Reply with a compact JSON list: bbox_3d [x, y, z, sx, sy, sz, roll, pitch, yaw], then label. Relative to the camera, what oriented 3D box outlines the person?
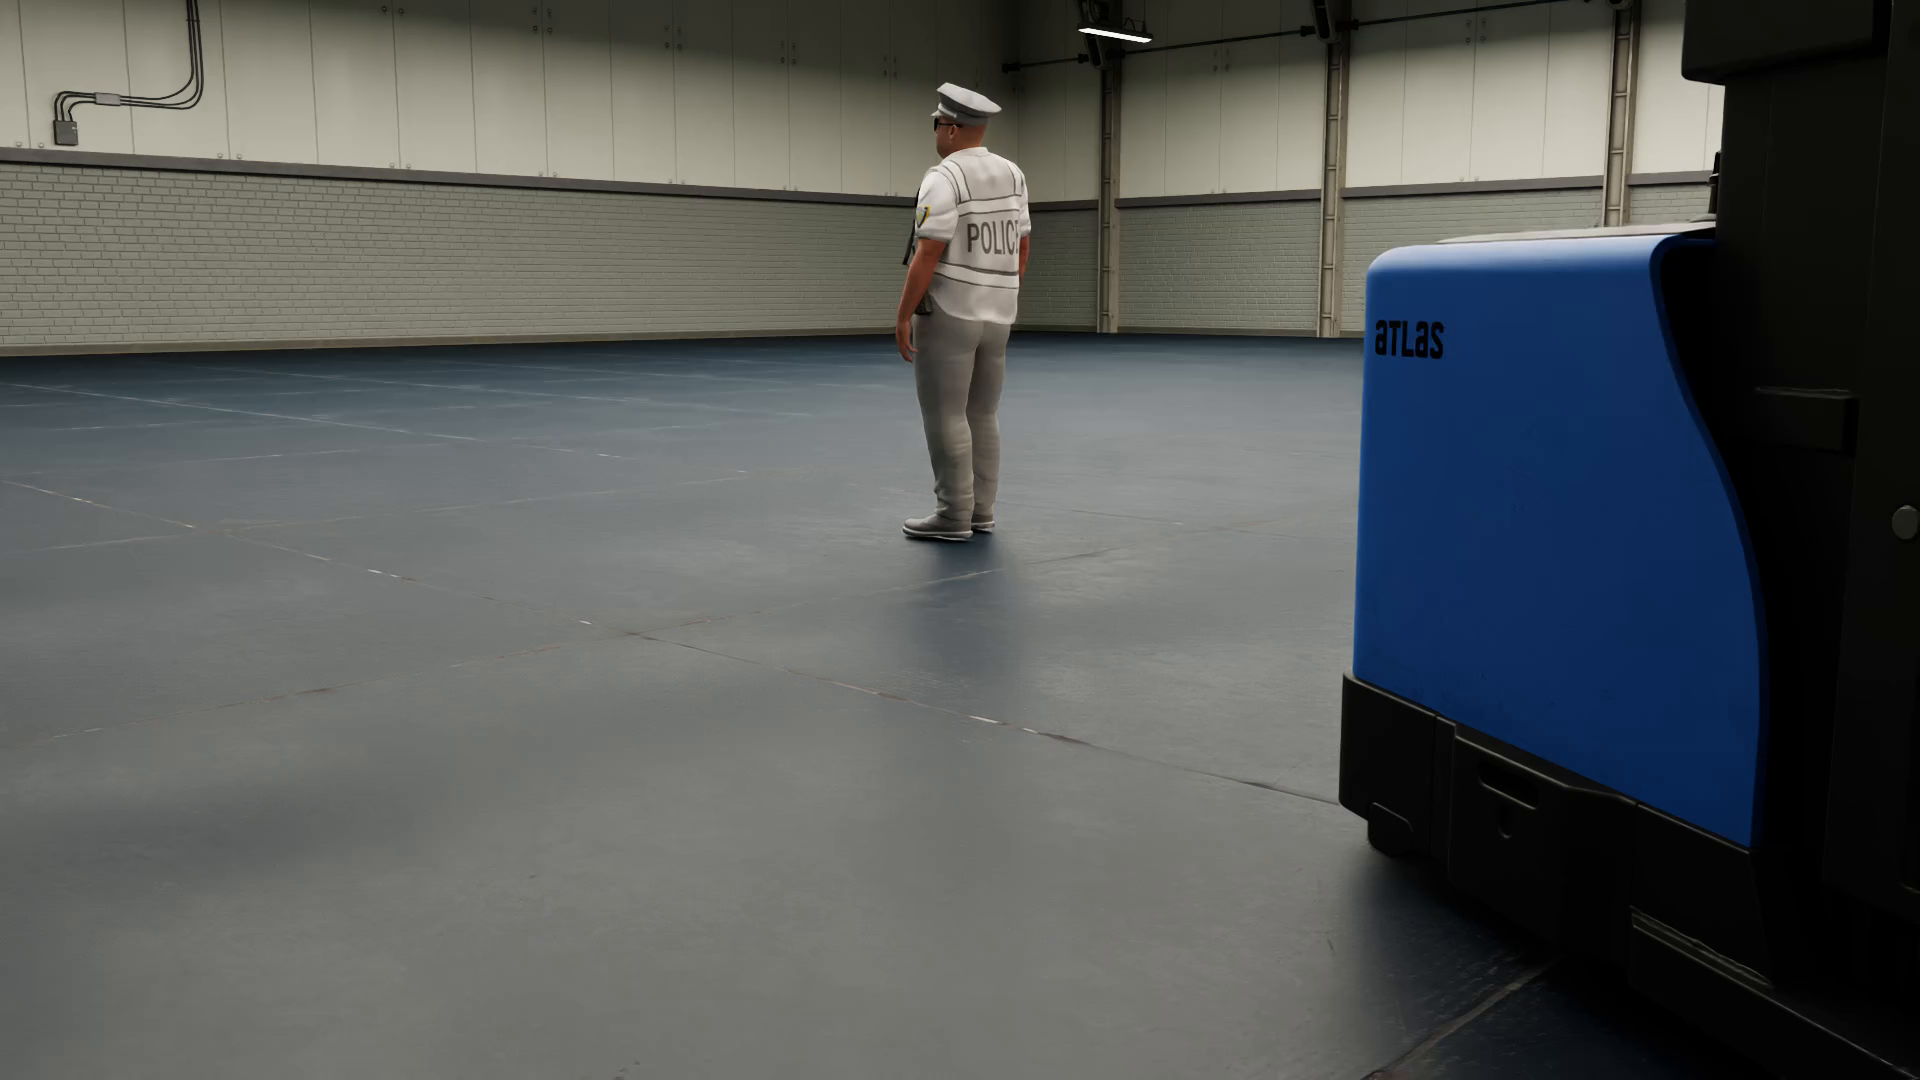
[{"bbox_3d":[-0.048,-0.898,6.645,0.574,1.780,0.641,8,12,43],"label":"person"}]

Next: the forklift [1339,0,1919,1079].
[{"bbox_3d":[1.602,-0.714,1.612,1.130,2.935,3.031,-3,9,-16],"label":"forklift"}]
